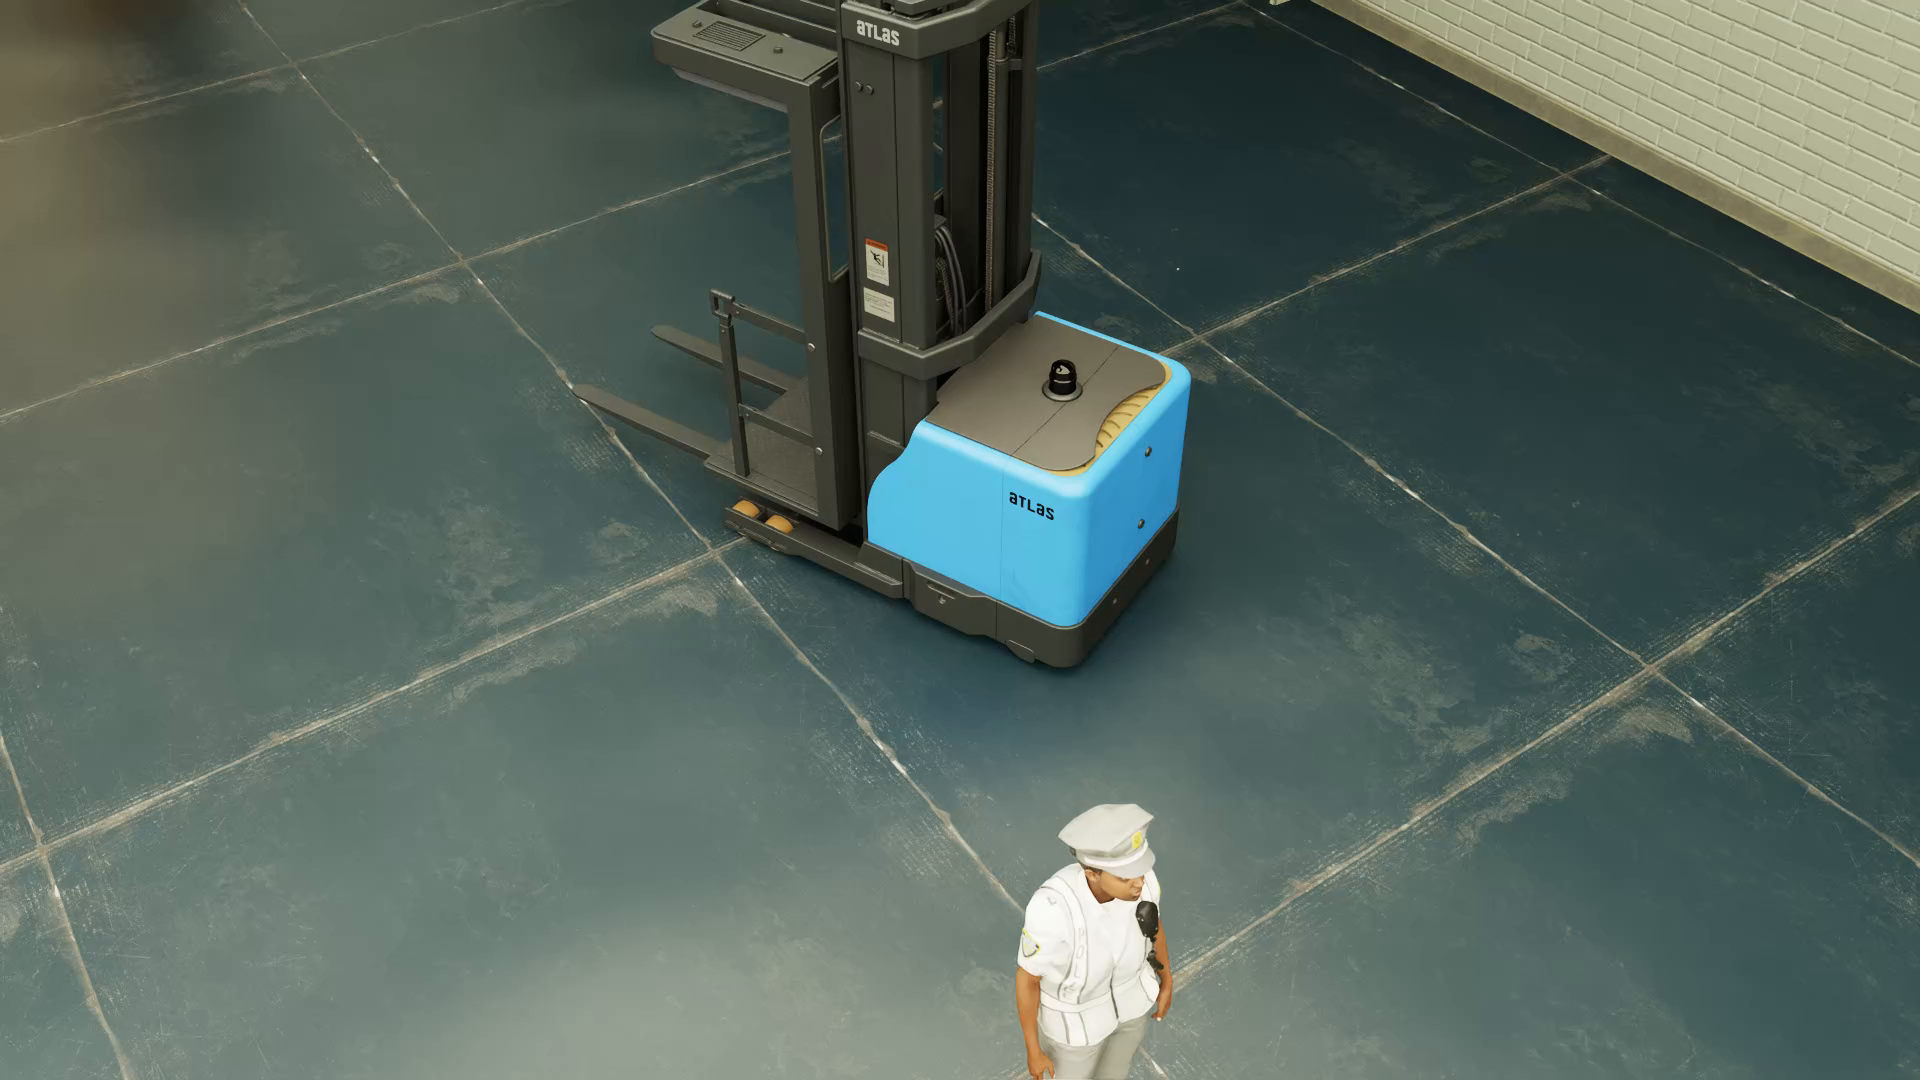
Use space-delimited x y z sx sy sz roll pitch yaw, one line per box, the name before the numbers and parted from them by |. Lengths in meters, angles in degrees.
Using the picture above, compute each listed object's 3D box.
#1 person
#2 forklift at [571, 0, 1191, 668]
person | 0.431 1.468 5.024 0.569 1.694 0.530 -23 47 -23
forklift | -0.511 -1.302 7.129 3.031 2.935 1.130 24 48 24
